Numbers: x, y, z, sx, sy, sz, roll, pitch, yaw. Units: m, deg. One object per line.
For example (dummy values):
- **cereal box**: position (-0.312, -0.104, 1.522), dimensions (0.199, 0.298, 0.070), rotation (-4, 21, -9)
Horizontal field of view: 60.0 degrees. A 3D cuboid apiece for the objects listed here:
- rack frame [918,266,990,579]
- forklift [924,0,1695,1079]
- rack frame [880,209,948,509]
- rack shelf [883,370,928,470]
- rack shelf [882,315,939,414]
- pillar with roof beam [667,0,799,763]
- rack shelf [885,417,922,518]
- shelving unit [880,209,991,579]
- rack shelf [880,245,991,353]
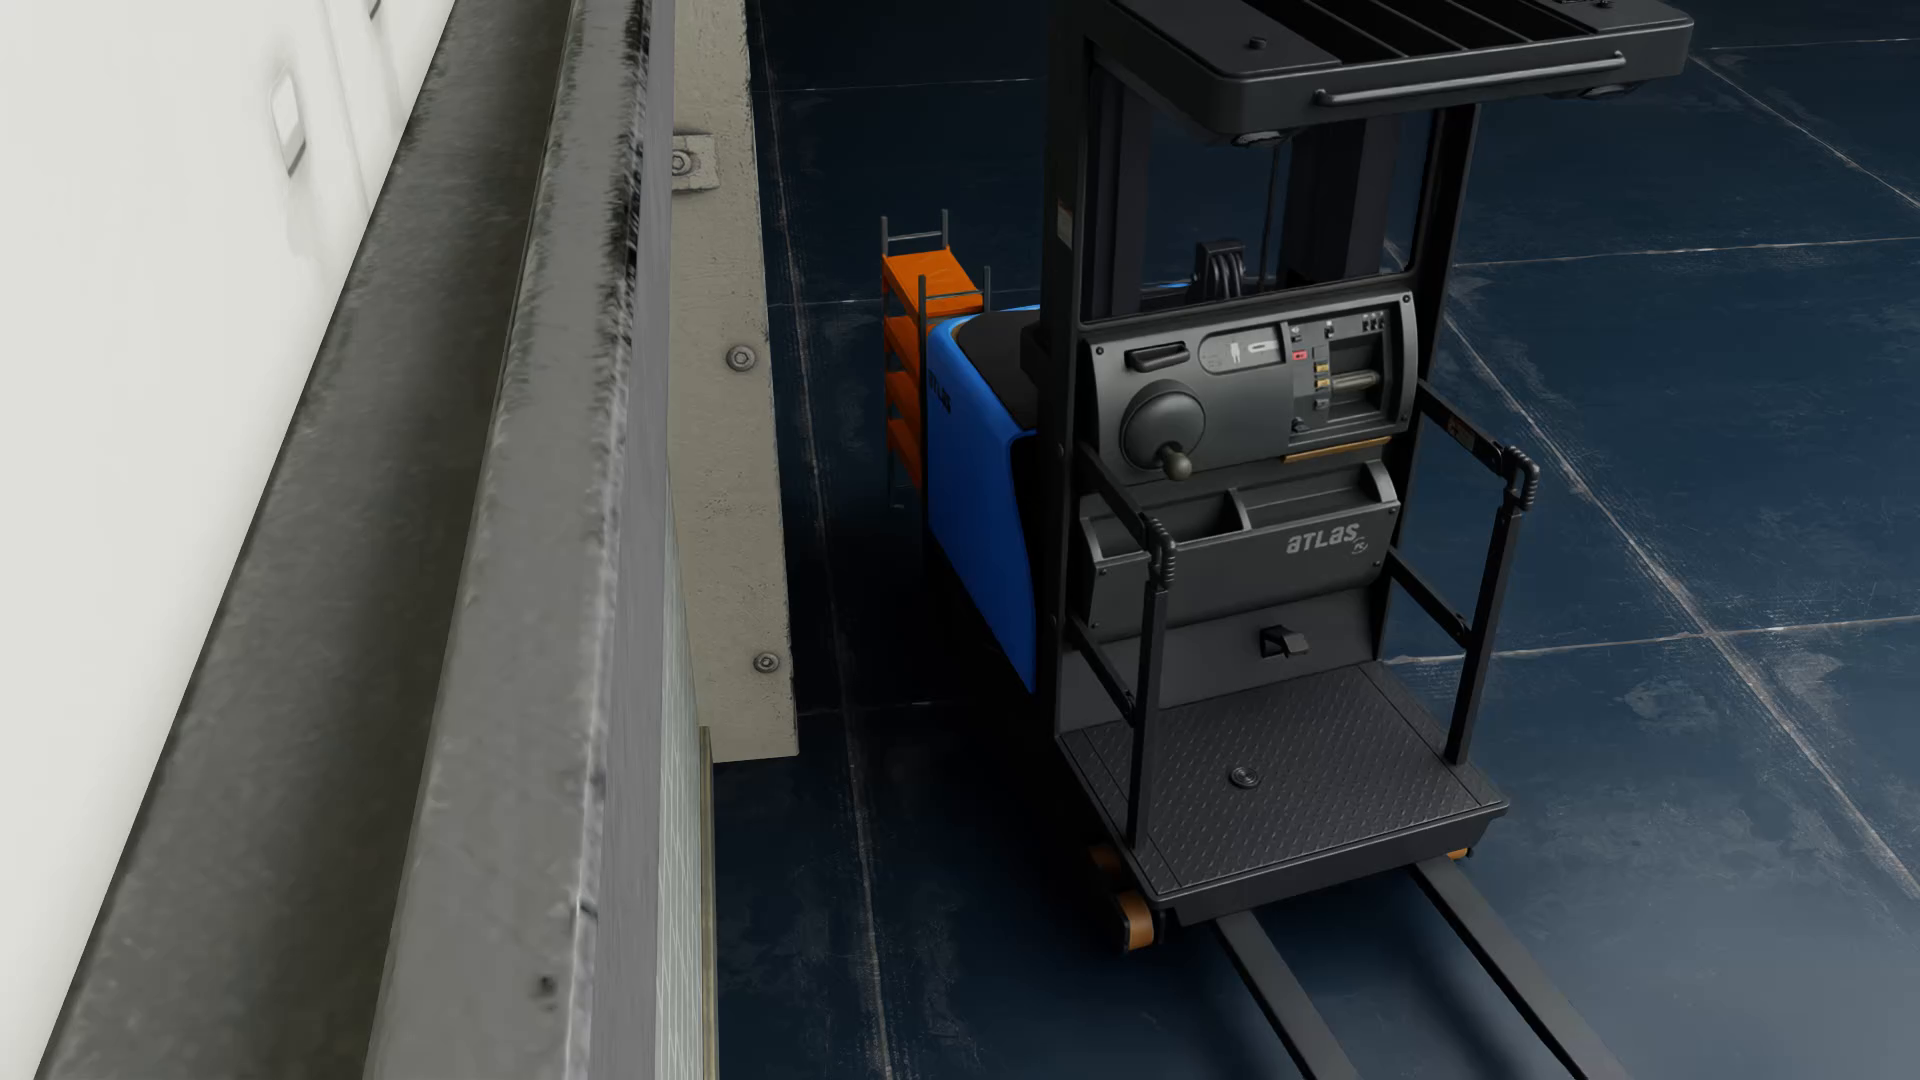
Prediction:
- **rack frame**: position (-0.018, -0.377, 5.737), dimensions (0.240, 1.200, 0.015), rotation (-10, 35, -14)
- **forklift**: position (0.845, -0.343, 4.150), dimensions (1.130, 2.935, 3.031), rotation (-11, 36, -16)
- **rack frame**: position (-0.159, -0.640, 6.123), dimensions (0.240, 1.200, 0.015), rotation (-10, 35, -14)
- **rack shelf**: position (-0.089, -0.452, 5.968), dimensions (0.258, 0.148, 0.480), rotation (-10, 35, -14)
- **rack shelf**: position (-0.089, -0.637, 5.842), dimensions (0.258, 0.148, 0.480), rotation (-10, 35, -14)
- **pillar with roof beam**: position (3.579, -3.465, 3.343), dimensions (9.100, 9.000, 0.400), rotation (-4, 35, -6)
- **rack shelf**: position (-0.089, -0.288, 6.080), dimensions (0.258, 0.148, 0.480), rotation (-10, 35, -14)
- **shelving unit**: position (-0.089, -0.508, 5.930), dimensions (0.258, 1.200, 0.503), rotation (-10, 35, -14)
- **rack shelf**: position (-0.089, -0.833, 5.709), dimensions (0.258, 0.148, 0.480), rotation (-10, 35, -14)
